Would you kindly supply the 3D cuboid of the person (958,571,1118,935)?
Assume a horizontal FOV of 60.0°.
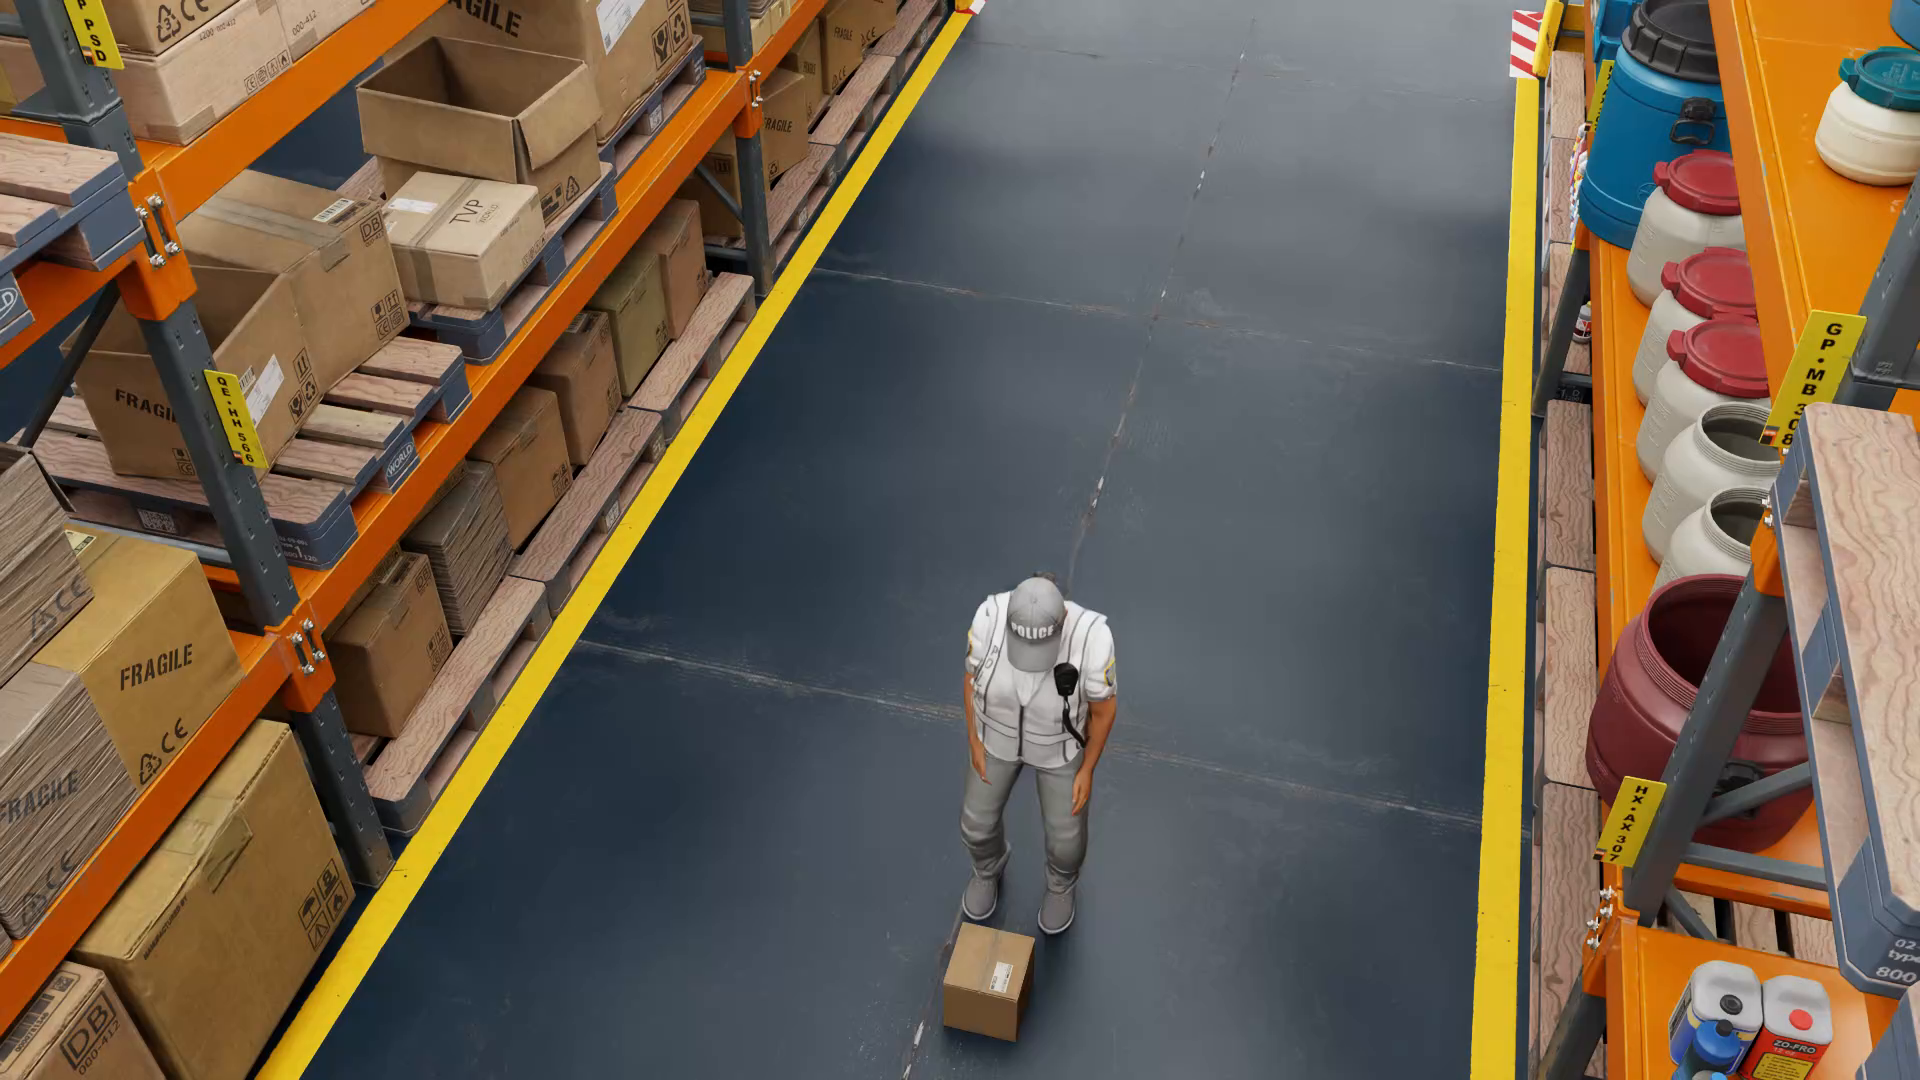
[{"bbox_3d":[0.251,0.677,5.438,0.500,1.611,0.496,11,42,12],"label":"person"}]
